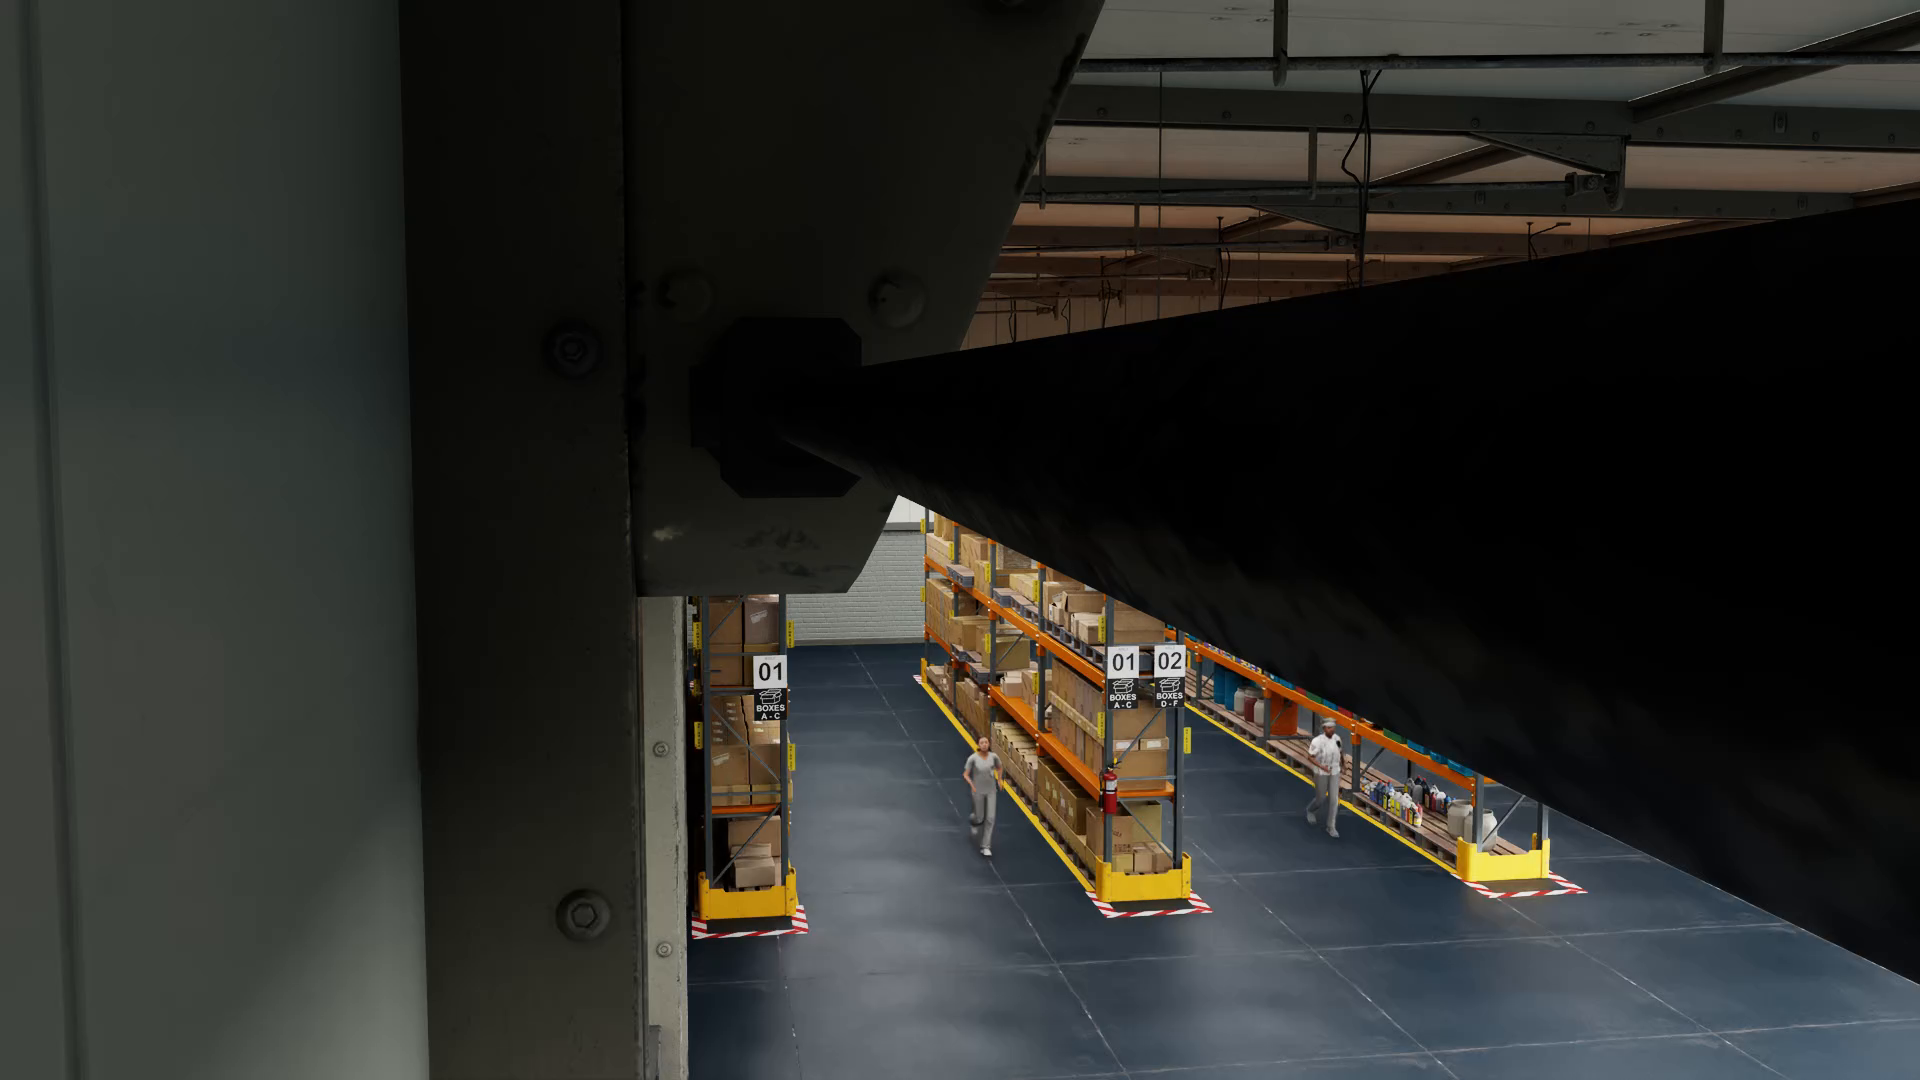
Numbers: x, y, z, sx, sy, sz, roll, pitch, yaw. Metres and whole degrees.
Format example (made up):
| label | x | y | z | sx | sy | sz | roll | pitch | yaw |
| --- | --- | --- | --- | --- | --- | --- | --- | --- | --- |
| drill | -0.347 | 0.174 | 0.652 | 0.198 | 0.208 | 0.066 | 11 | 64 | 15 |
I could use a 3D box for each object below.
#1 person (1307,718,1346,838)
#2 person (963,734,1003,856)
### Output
| label | x | y | z | sx | sy | sz | roll | pitch | yaw |
| --- | --- | --- | --- | --- | --- | --- | --- | --- | --- |
| person | 5.297 | 3.383 | 24.038 | 0.600 | 1.705 | 0.776 | -1 | 5 | -12 |
| person | 0.341 | 3.498 | 23.040 | 0.581 | 1.631 | 0.806 | -1 | 5 | -12 |
